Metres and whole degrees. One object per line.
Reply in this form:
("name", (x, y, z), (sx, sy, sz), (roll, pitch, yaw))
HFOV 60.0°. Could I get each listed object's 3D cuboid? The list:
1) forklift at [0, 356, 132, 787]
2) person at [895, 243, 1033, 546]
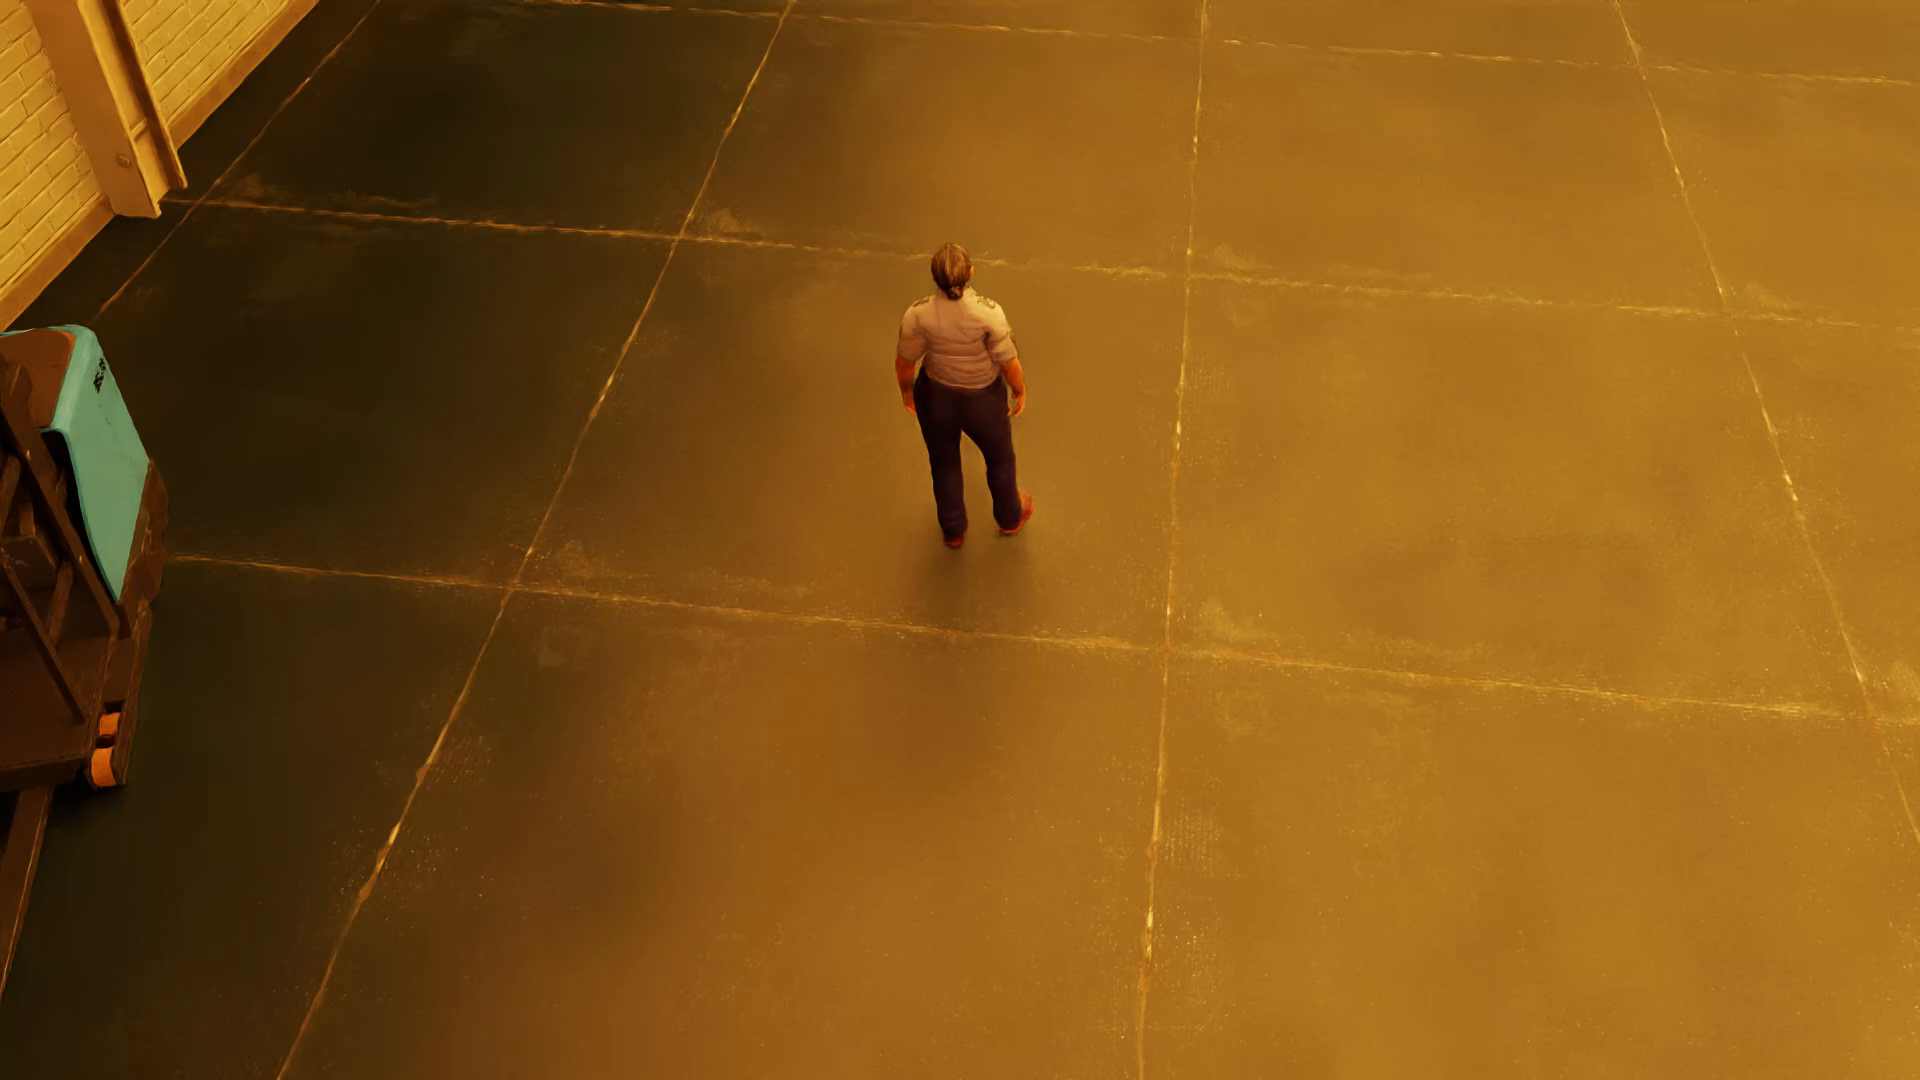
("forklift", (-4.018, -0.210, 5.953), (1.121, 2.935, 3.031), (-8, 43, -9))
("person", (0.035, -0.670, 7.392), (0.599, 1.650, 0.502), (5, 43, 6))
